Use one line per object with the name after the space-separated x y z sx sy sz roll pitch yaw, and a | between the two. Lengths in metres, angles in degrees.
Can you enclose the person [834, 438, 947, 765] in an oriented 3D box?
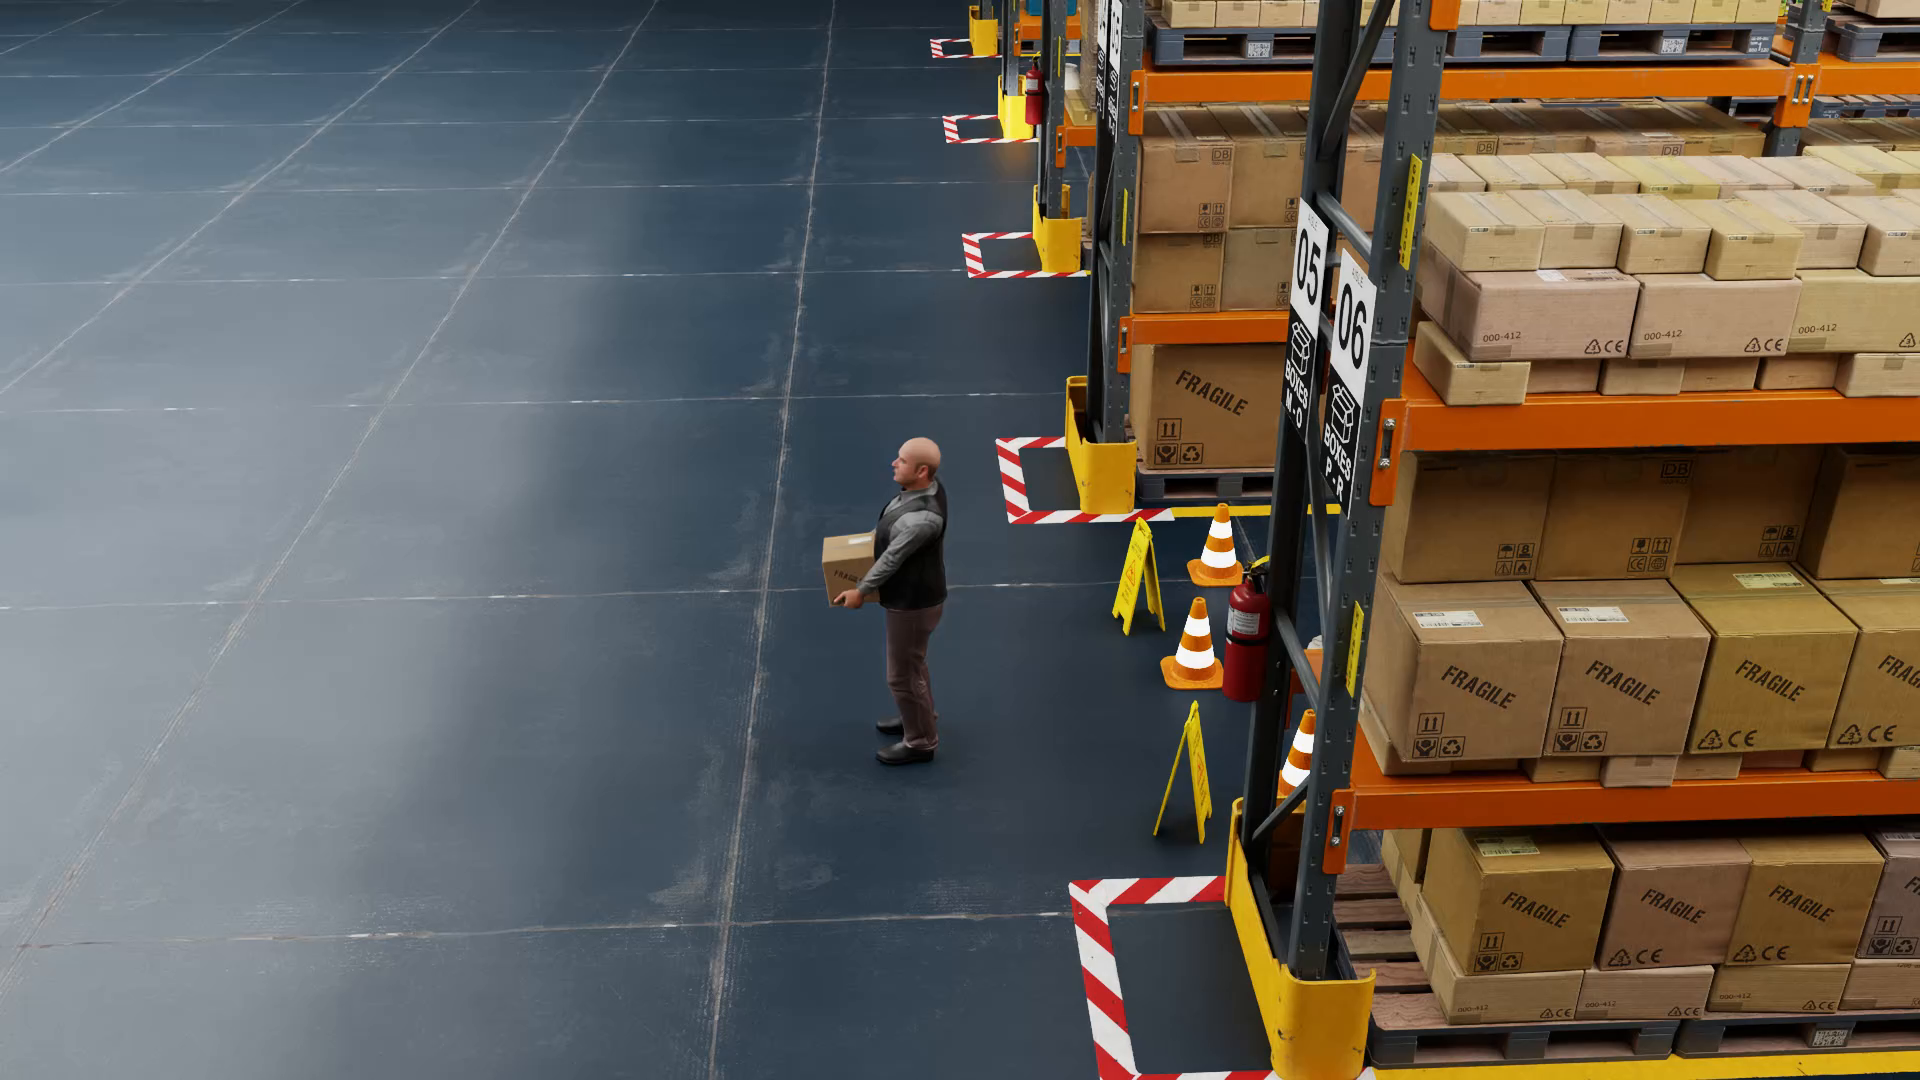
-0.332 0.292 8.091 0.549 1.712 0.494 -1 27 -2 | person
